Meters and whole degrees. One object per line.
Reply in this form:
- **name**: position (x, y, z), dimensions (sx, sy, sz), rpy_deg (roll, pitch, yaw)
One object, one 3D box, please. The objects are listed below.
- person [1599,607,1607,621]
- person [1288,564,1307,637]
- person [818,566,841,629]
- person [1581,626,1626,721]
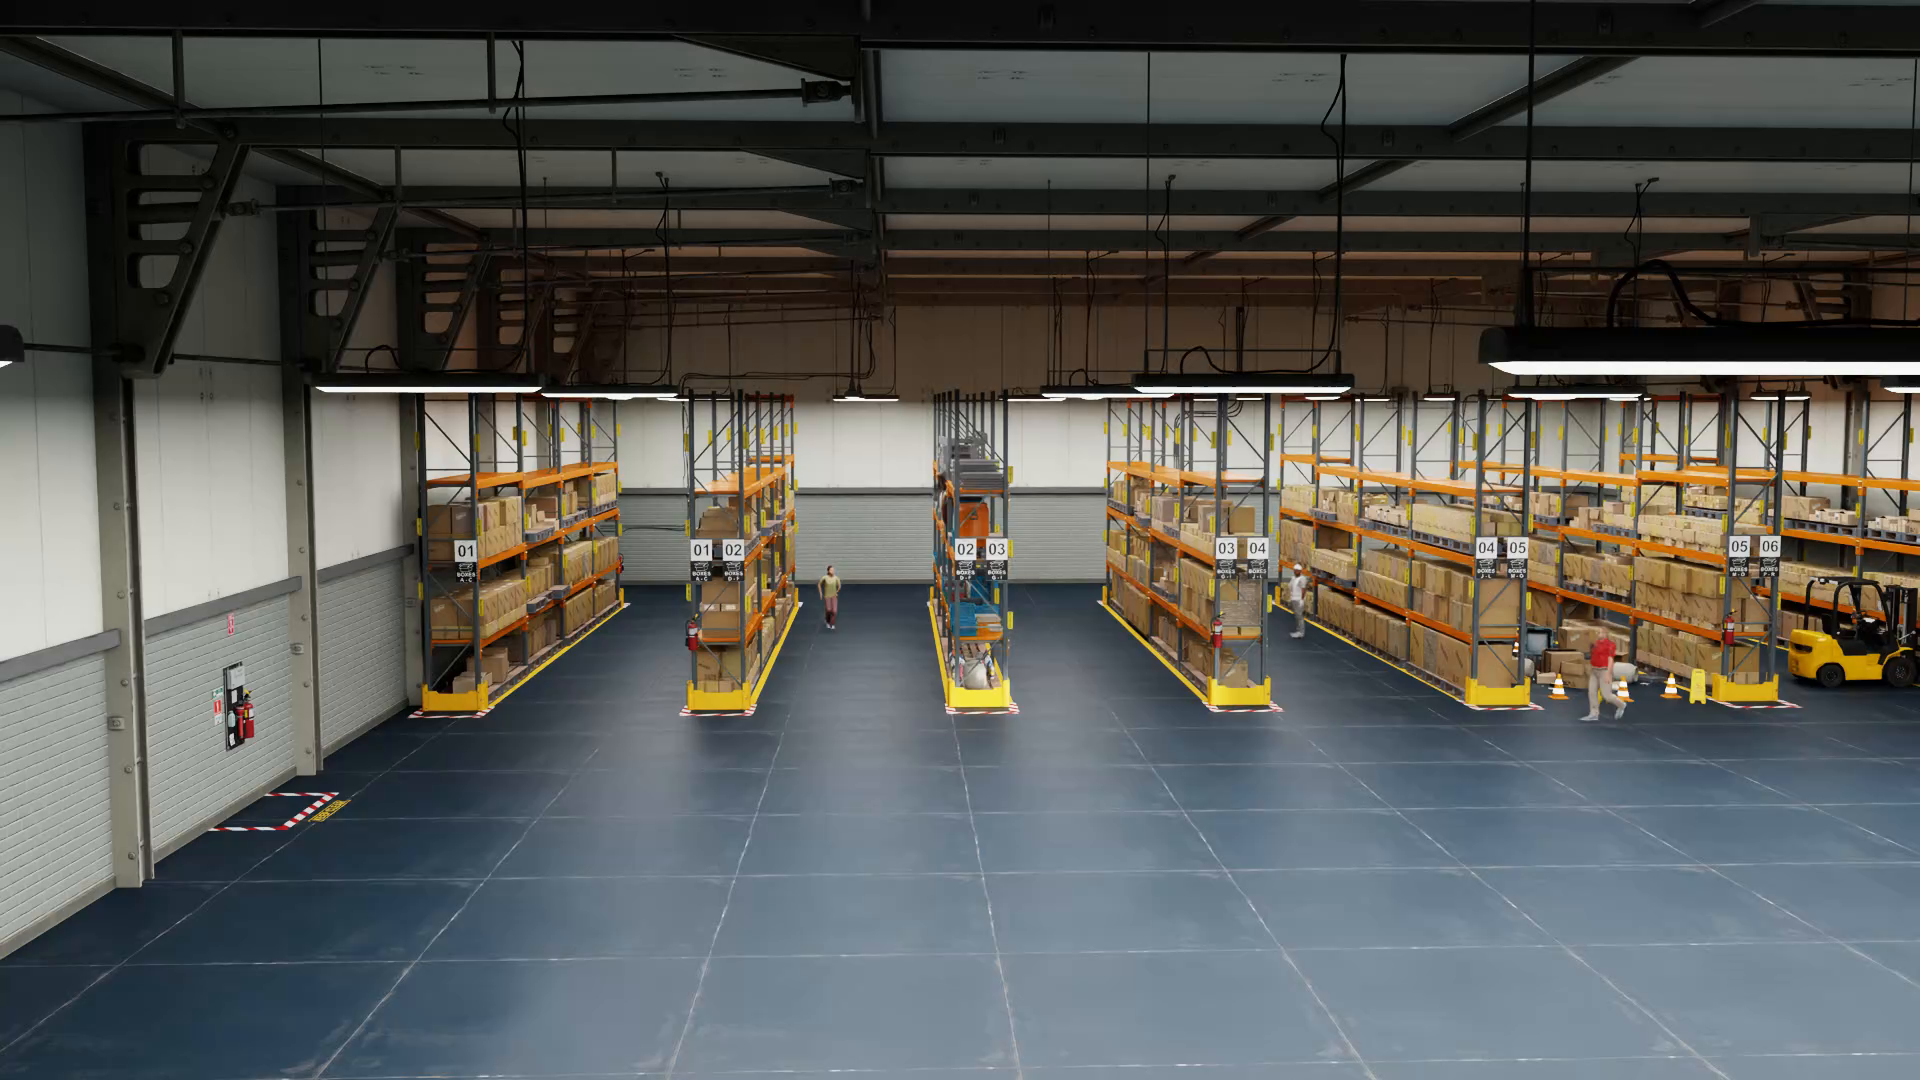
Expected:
- **person**: position (16.843, 1.322, 43.778), dimensions (0.436, 1.685, 0.473), rpy_deg (1, 5, 15)
- **person**: position (8.293, 1.490, 40.894), dimensions (0.378, 1.787, 0.598), rpy_deg (0, 5, -6)
- **person**: position (-3.294, 1.465, 42.292), dimensions (0.589, 1.624, 0.492), rpy_deg (-1, 5, -13)
- **person**: position (11.612, 2.410, 29.989), dimensions (0.761, 1.714, 0.522), rpy_deg (-2, 5, -24)
